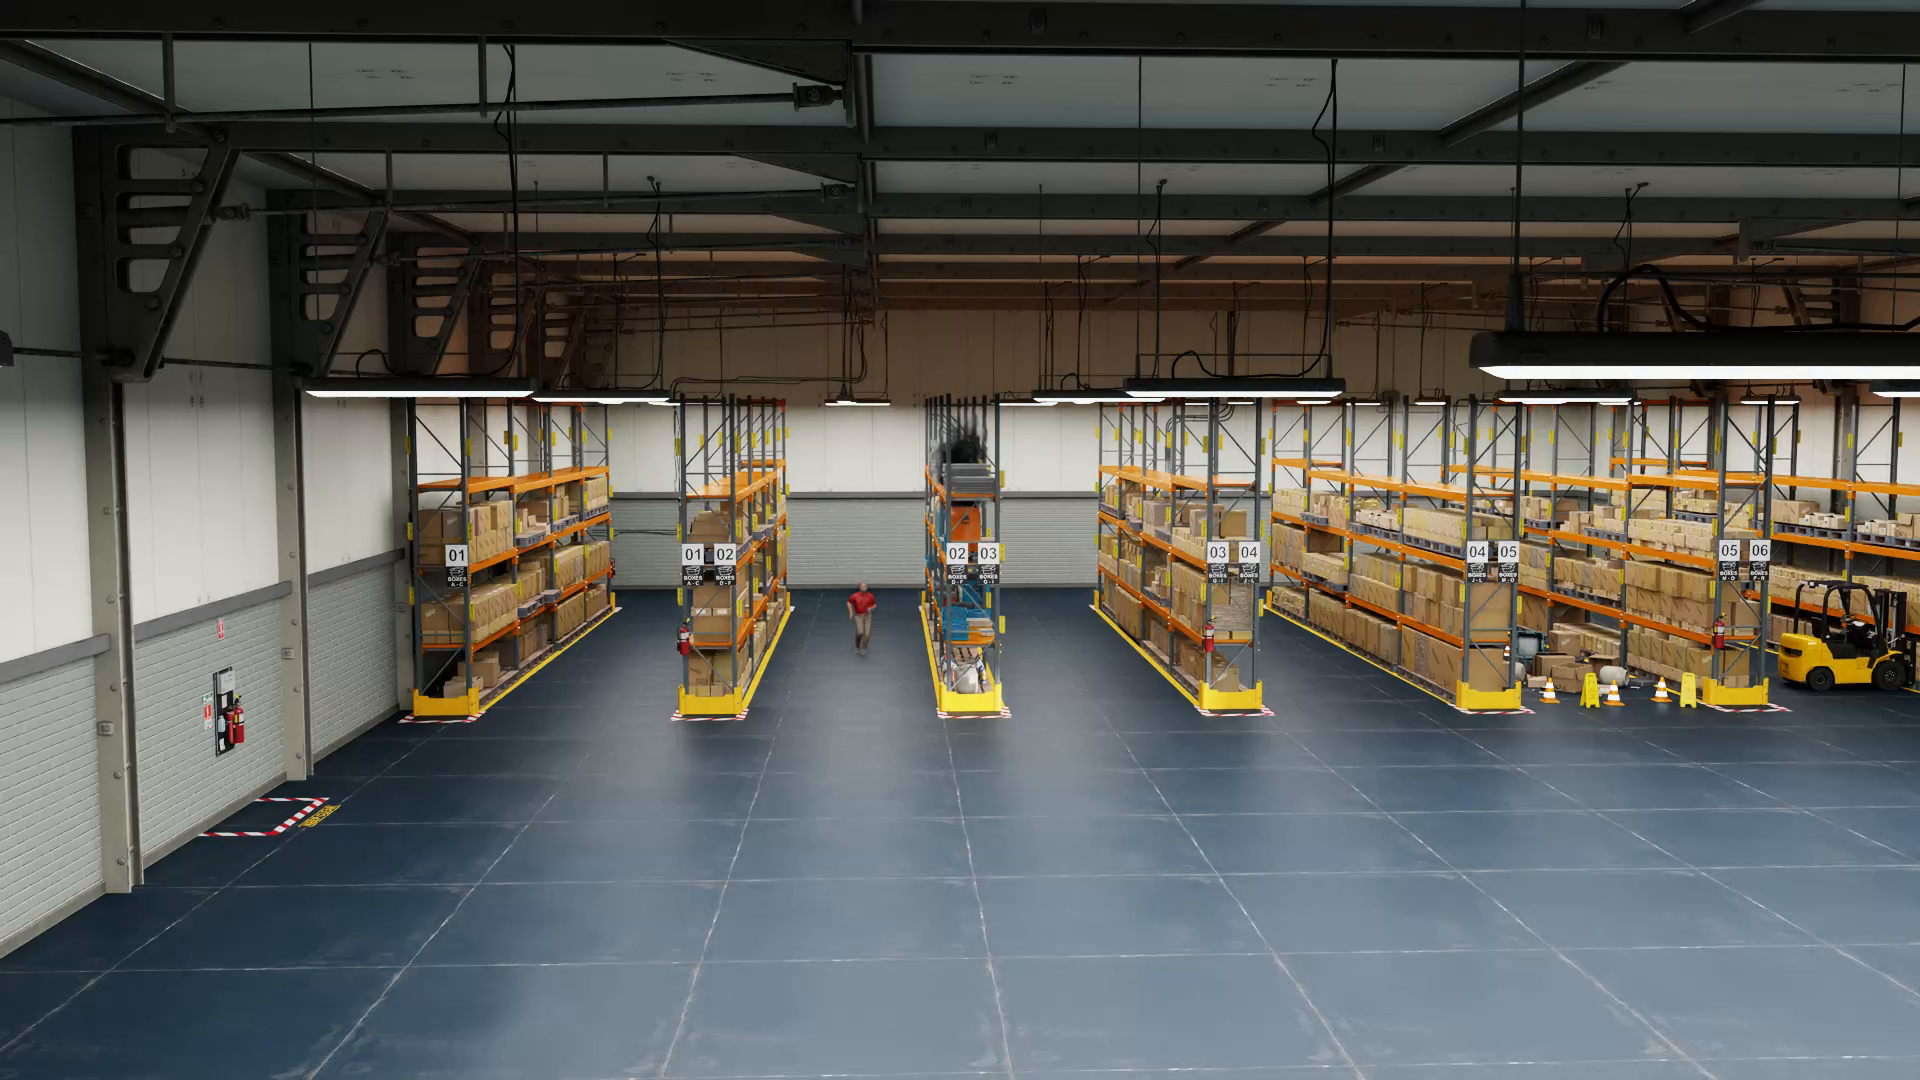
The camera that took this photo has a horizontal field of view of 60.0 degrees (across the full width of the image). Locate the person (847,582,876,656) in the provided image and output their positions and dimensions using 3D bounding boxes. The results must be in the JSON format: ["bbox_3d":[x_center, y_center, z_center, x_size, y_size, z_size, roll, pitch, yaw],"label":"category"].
[{"bbox_3d":[-2.239,1.831,38.473,0.642,1.706,0.658,-1,5,-16],"label":"person"}]

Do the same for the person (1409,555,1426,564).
[{"bbox_3d":[13.534,0.958,49.387,0.695,1.794,0.708,0,5,4],"label":"person"}]
